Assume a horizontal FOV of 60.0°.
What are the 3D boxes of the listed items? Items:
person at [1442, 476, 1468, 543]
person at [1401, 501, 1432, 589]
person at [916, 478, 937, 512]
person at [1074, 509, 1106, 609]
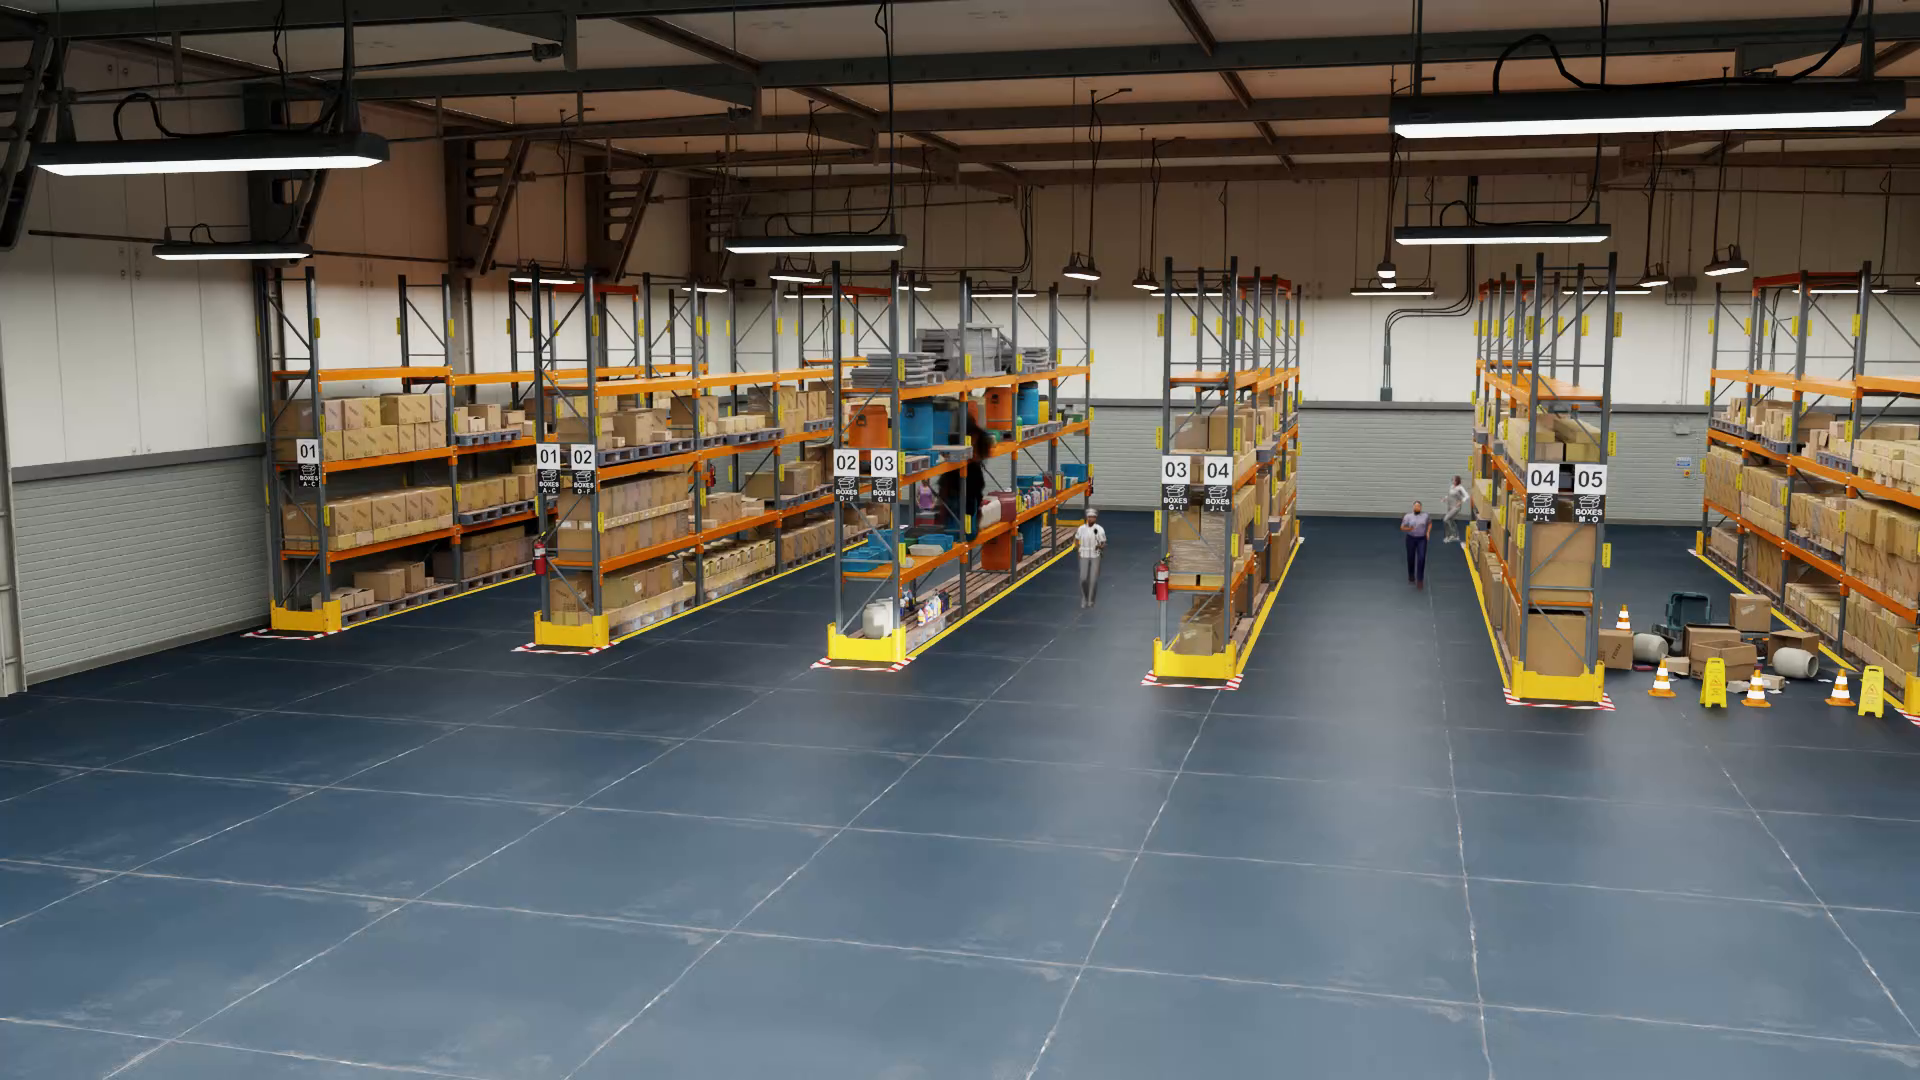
[{"bbox_3d":[11.560,-0.714,38.961,0.539,1.604,0.610,-2,7,-13],"label":"person"},{"bbox_3d":[8.881,0.066,32.386,0.598,1.672,0.875,2,7,14],"label":"person"},{"bbox_3d":[-0.823,-0.736,39.140,0.539,1.563,0.522,1,7,8],"label":"person"},{"bbox_3d":[2.193,0.329,28.176,0.563,1.725,0.571,1,7,8],"label":"person"}]
